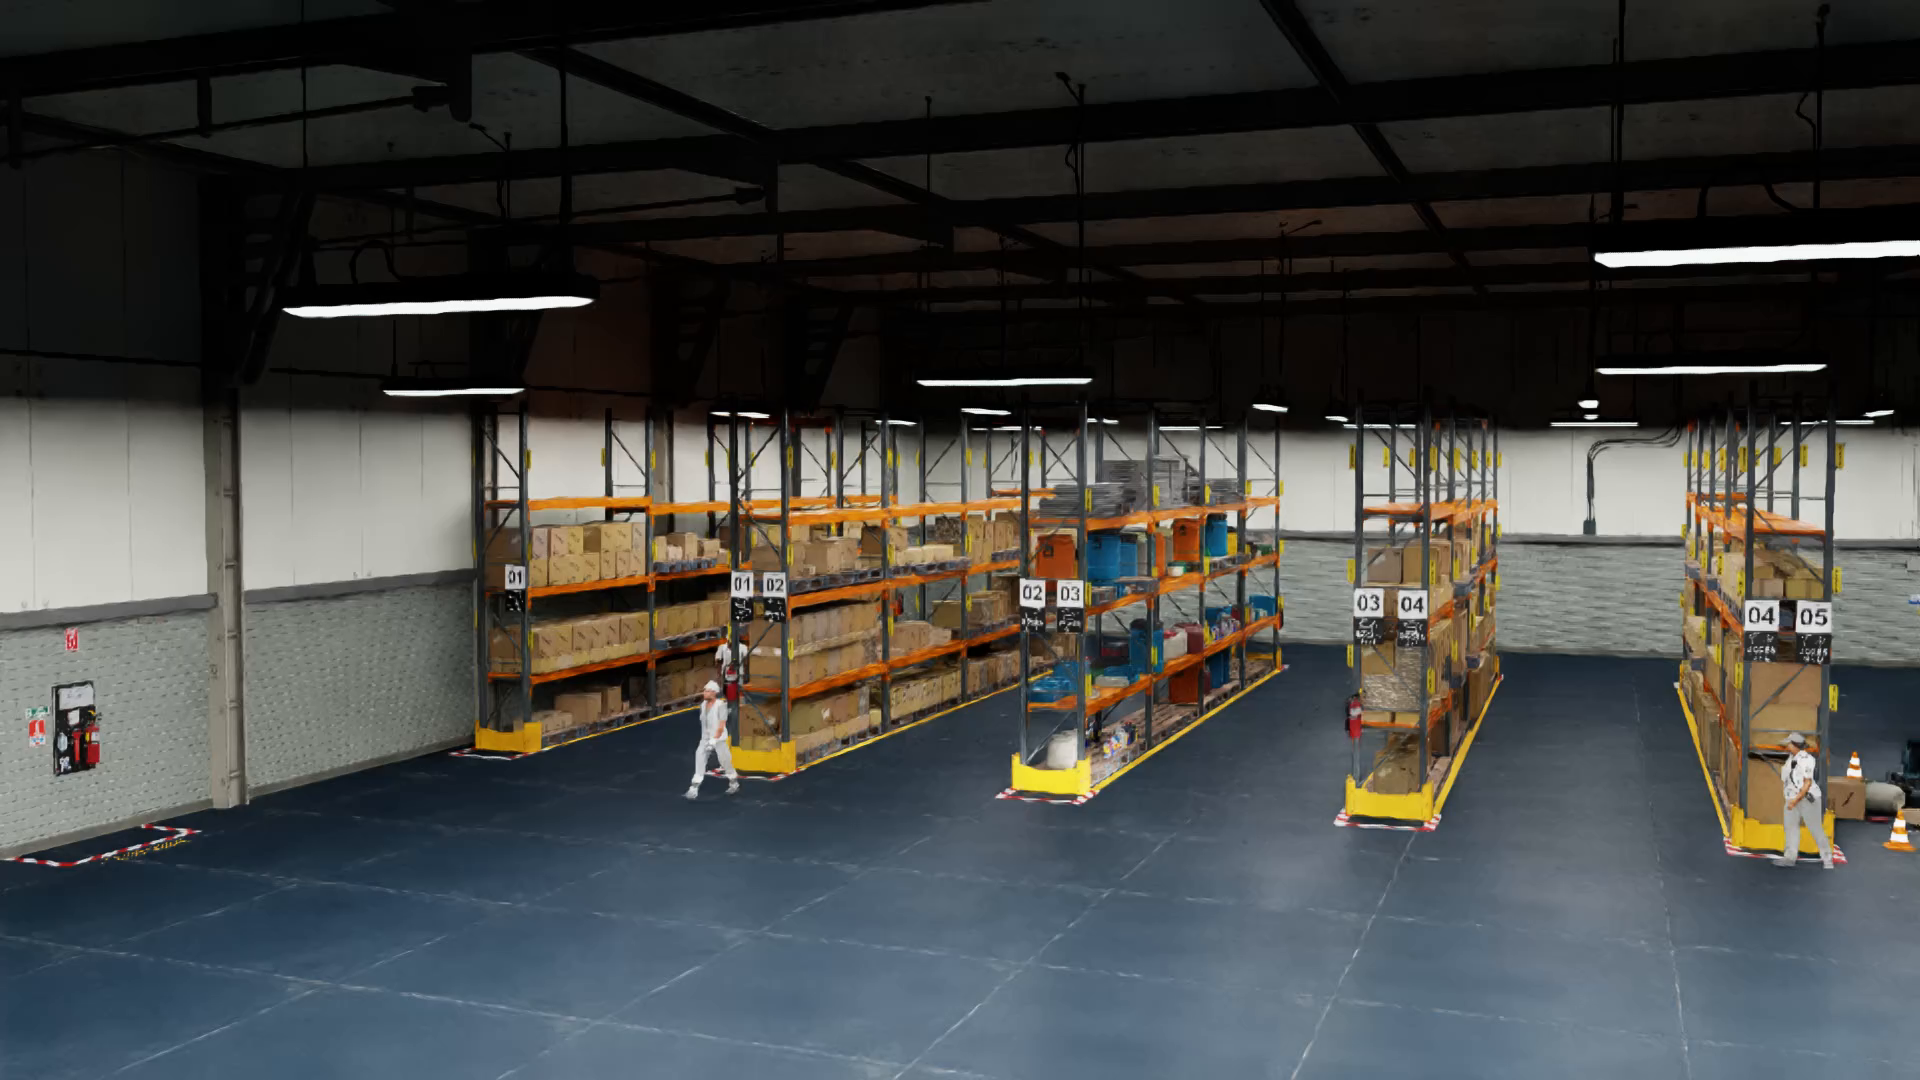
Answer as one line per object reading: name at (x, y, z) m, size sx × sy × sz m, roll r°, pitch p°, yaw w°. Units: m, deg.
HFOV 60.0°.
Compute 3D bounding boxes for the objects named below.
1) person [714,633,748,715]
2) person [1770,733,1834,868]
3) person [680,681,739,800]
person at (-4.381, 2.582, 32.165) m, size 0.708 × 1.702 × 0.843 m, roll 0°, pitch 3°, yaw 4°
person at (10.353, 3.186, 20.376) m, size 0.690 × 1.650 × 0.517 m, roll 0°, pitch 3°, yaw -5°
person at (-3.664, 2.936, 24.419) m, size 0.531 × 1.728 × 0.959 m, roll 2°, pitch 3°, yaw 30°
